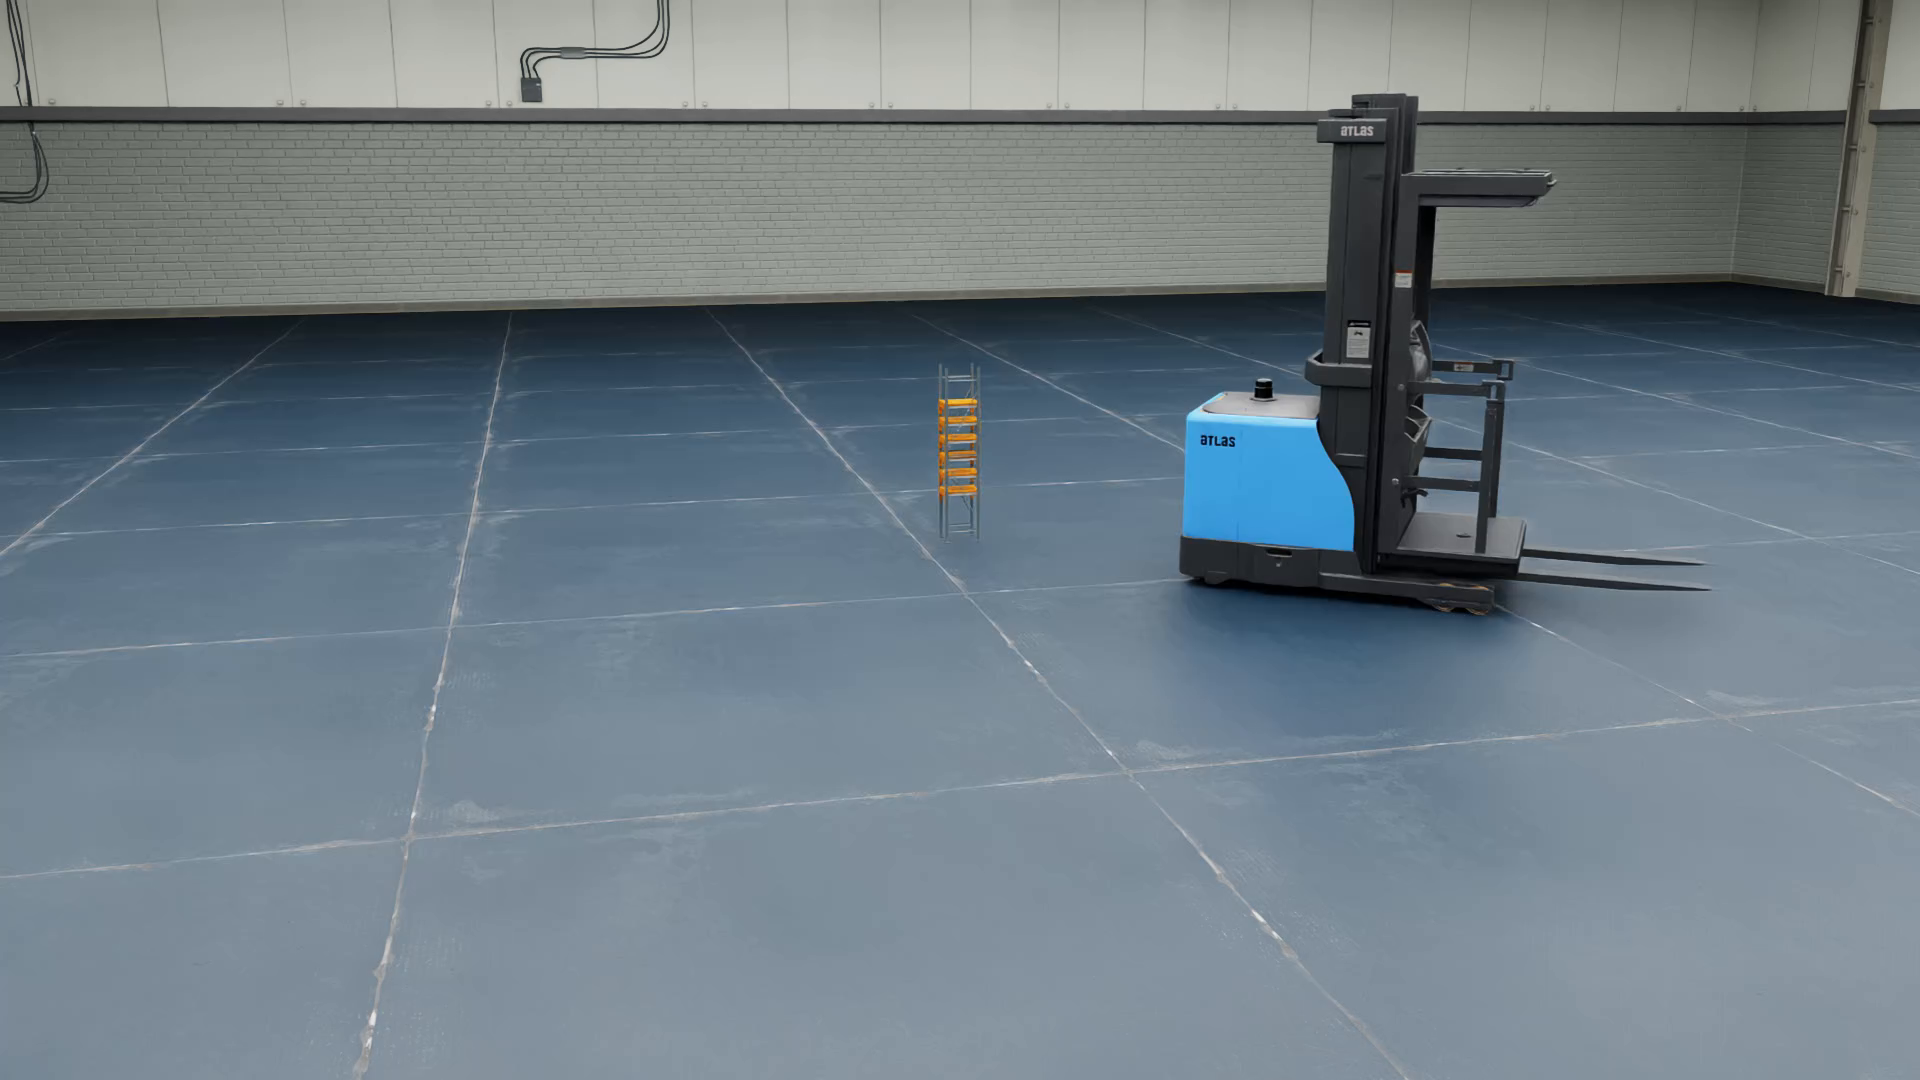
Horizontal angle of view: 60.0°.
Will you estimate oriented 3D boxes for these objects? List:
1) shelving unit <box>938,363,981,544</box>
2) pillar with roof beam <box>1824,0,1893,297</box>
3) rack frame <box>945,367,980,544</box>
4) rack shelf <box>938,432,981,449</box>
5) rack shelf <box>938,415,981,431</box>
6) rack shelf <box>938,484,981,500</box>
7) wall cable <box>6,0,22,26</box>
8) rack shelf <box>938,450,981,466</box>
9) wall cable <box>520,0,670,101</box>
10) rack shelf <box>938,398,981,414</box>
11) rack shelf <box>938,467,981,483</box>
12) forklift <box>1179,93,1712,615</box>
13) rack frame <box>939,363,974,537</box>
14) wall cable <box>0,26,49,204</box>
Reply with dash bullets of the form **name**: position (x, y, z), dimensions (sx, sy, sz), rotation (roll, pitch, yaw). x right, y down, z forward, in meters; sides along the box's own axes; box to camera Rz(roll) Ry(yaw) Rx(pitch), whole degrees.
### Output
- **shelving unit**: position (-0.003, -0.586, 11.298), dimensions (0.258, 1.200, 0.189), rotation (-3, 14, -13)
- **pillar with roof beam**: position (10.972, -8.336, 26.586), dimensions (9.100, 9.000, 0.400), rotation (-3, 14, -13)
- **rack frame**: position (0.018, -0.565, 11.212), dimensions (0.240, 1.200, 0.006), rotation (-3, 14, -13)
- **rack shelf**: position (-0.003, -0.660, 11.280), dimensions (0.258, 0.103, 0.180), rotation (-3, 14, -13)
- **rack shelf**: position (-0.003, -0.776, 11.252), dimensions (0.258, 0.103, 0.180), rotation (-3, 14, -13)
- **rack shelf**: position (-0.003, -0.310, 11.366), dimensions (0.258, 0.103, 0.180), rotation (-3, 14, -13)
- **wall cable**: position (-12.240, -8.669, 23.851), dimensions (3.097, 2.526, 0.112), rotation (-3, 14, -13)
- **rack shelf**: position (-0.003, -0.543, 11.309), dimensions (0.258, 0.103, 0.180), rotation (-3, 14, -13)
- **wall cable**: position (-5.638, -9.751, 25.212), dimensions (2.305, 6.003, 0.169), rotation (-3, 14, -13)
- **rack shelf**: position (-0.003, -0.893, 11.223), dimensions (0.258, 0.103, 0.180), rotation (-3, 14, -13)
- **rack shelf**: position (-0.003, -0.426, 11.337), dimensions (0.258, 0.103, 0.180), rotation (-3, 14, -13)
- **forklift**: position (2.932, -1.131, 9.882), dimensions (3.031, 2.935, 1.130), rotation (5, 15, 20)
- **rack frame**: position (-0.025, -0.607, 11.385), dimensions (0.240, 1.200, 0.006), rotation (-3, 14, -13)
- **wall cable**: position (-14.869, -6.065, 23.833), dimensions (3.097, 2.526, 0.112), rotation (-3, 14, -13)
